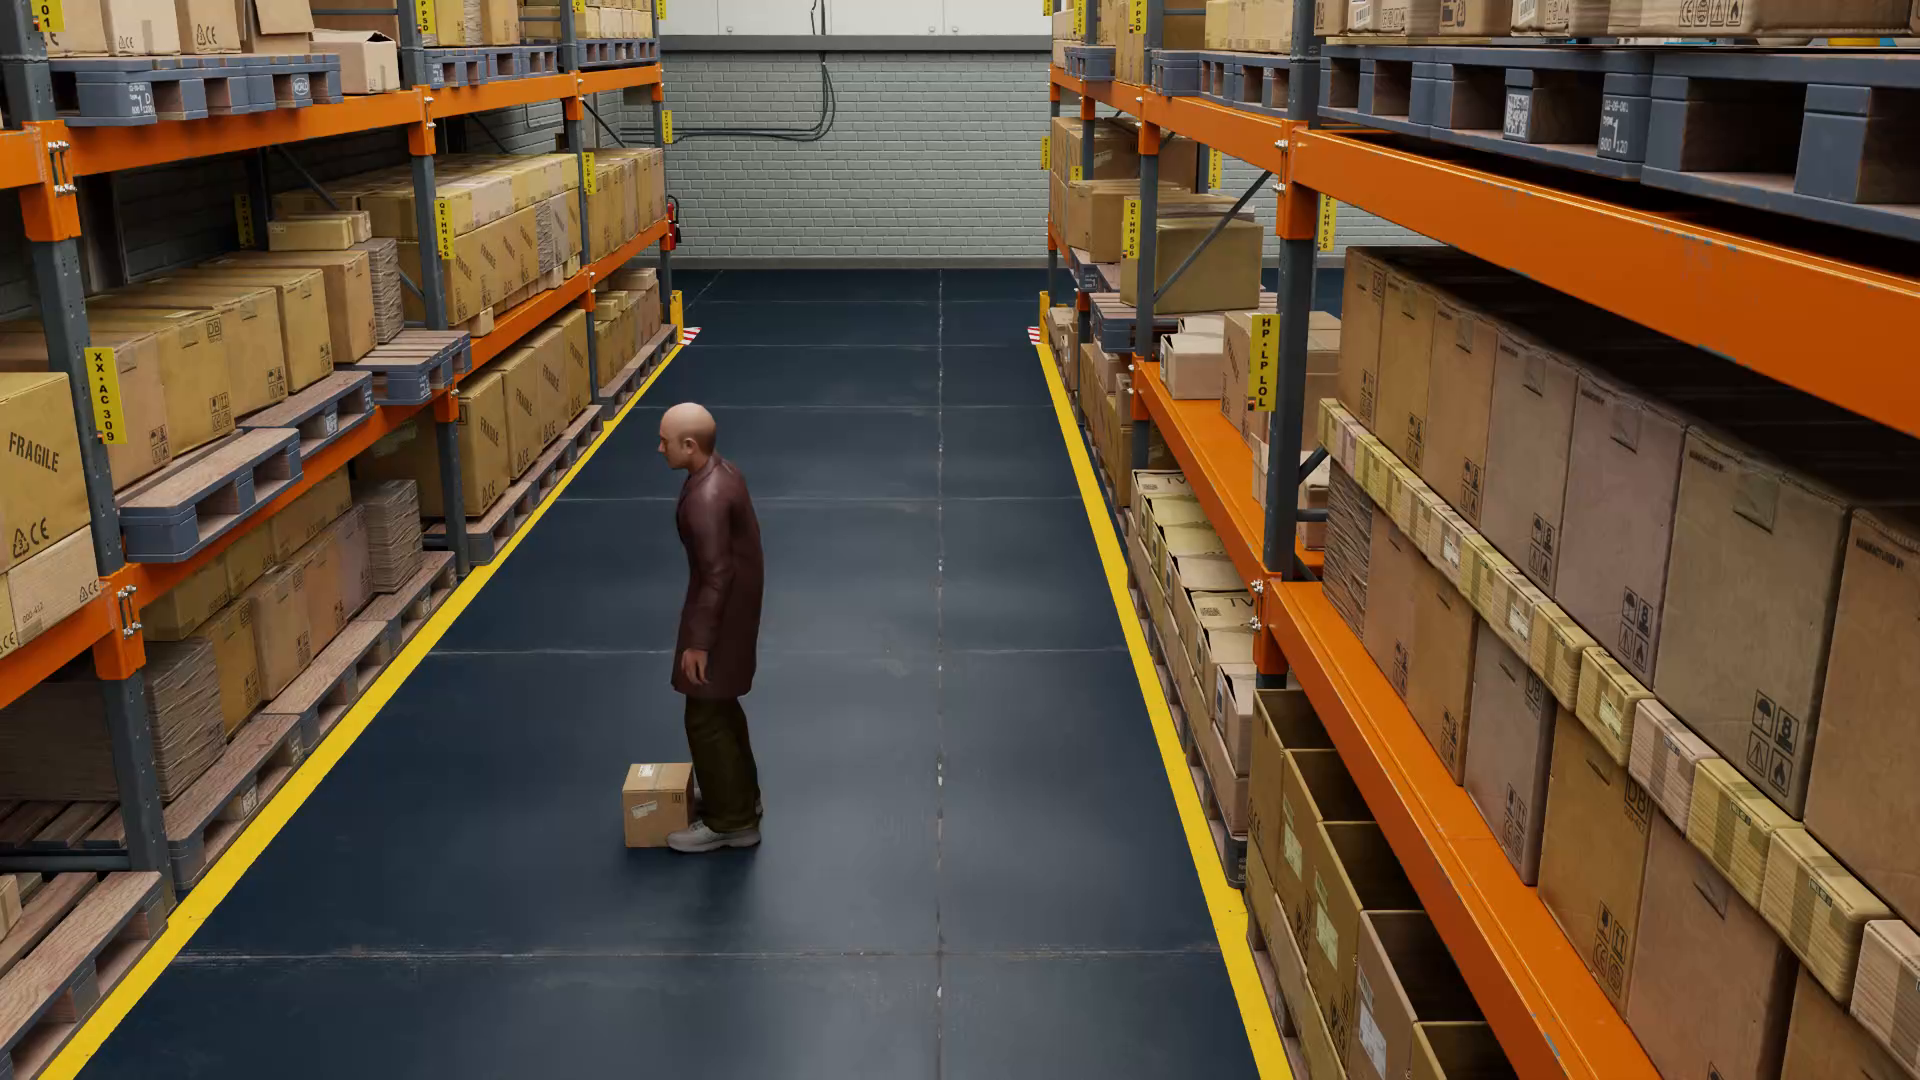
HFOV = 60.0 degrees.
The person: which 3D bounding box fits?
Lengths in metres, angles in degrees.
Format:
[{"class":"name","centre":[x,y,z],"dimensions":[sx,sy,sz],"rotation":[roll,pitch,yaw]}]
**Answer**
[{"class":"person","centre":[-0.962,0.333,6.470],"dimensions":[0.415,1.774,0.655],"rotation":[-1,17,-2]}]
